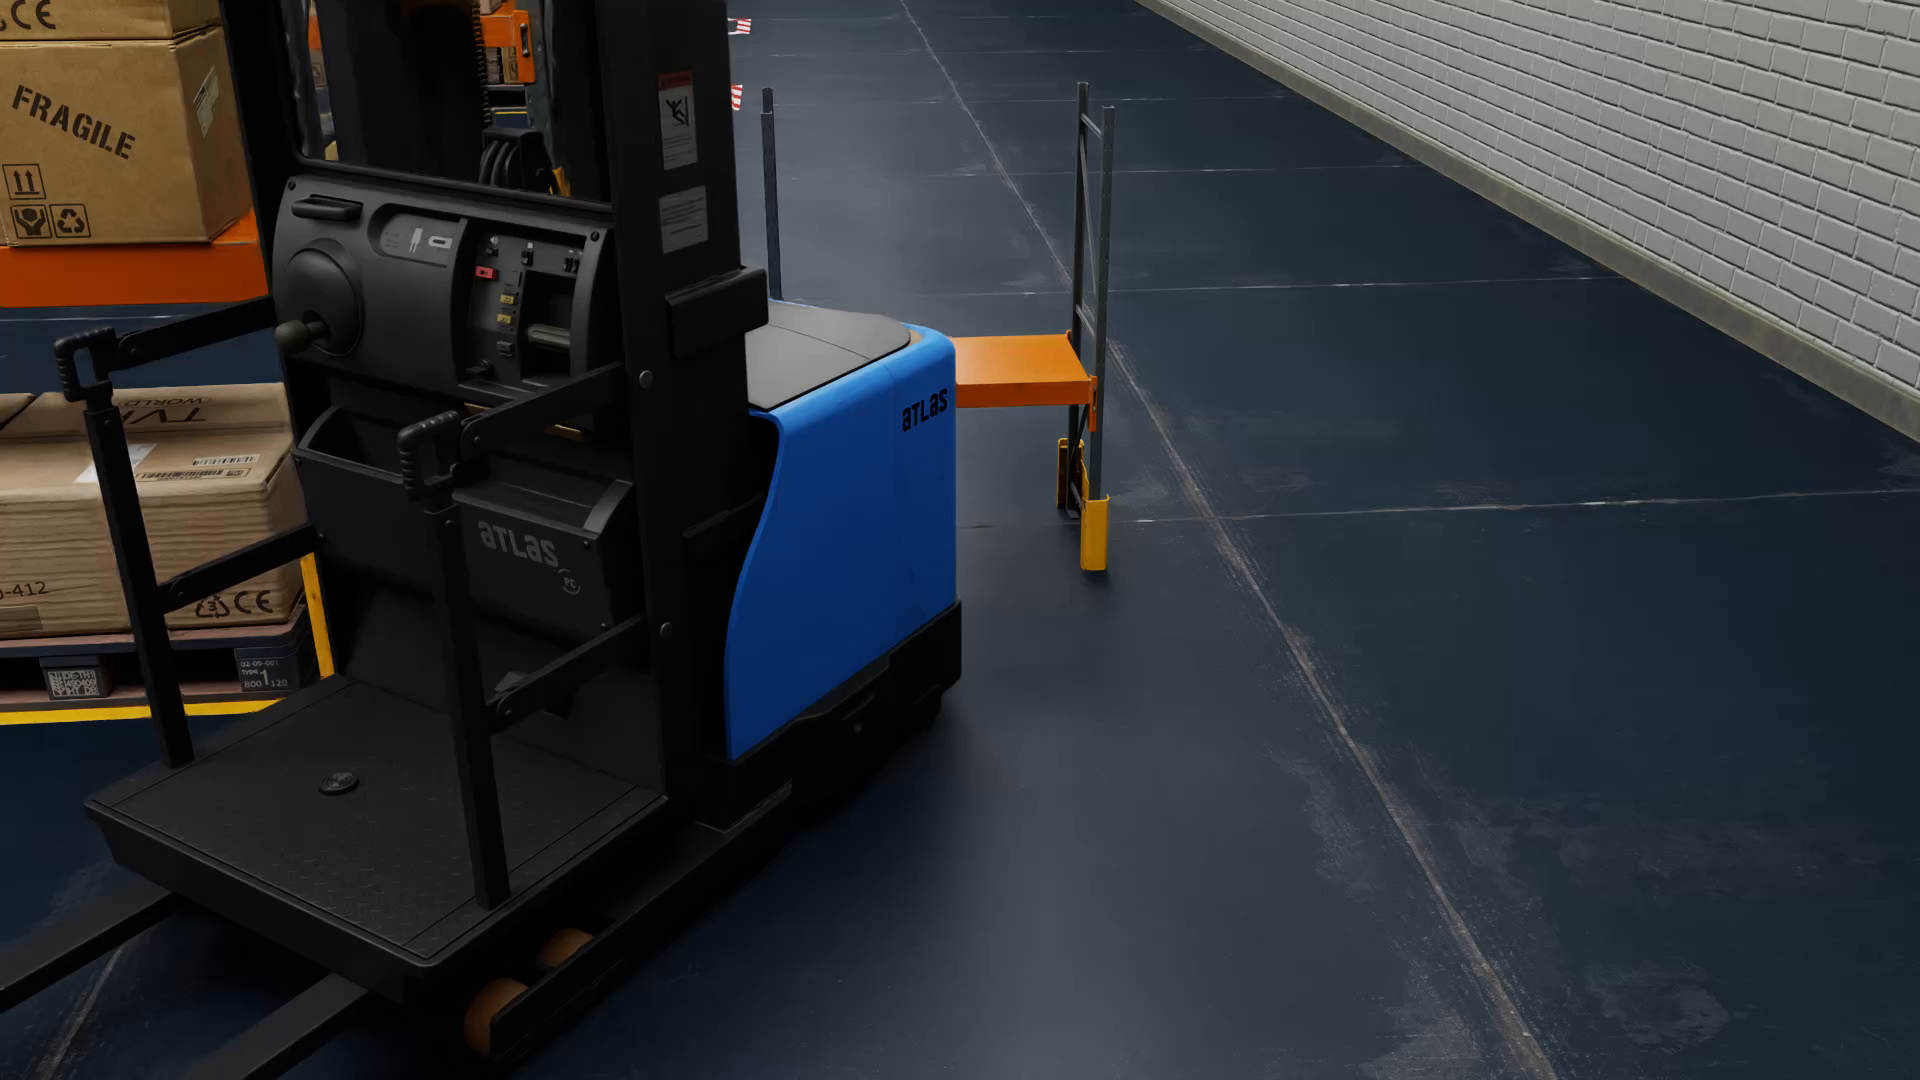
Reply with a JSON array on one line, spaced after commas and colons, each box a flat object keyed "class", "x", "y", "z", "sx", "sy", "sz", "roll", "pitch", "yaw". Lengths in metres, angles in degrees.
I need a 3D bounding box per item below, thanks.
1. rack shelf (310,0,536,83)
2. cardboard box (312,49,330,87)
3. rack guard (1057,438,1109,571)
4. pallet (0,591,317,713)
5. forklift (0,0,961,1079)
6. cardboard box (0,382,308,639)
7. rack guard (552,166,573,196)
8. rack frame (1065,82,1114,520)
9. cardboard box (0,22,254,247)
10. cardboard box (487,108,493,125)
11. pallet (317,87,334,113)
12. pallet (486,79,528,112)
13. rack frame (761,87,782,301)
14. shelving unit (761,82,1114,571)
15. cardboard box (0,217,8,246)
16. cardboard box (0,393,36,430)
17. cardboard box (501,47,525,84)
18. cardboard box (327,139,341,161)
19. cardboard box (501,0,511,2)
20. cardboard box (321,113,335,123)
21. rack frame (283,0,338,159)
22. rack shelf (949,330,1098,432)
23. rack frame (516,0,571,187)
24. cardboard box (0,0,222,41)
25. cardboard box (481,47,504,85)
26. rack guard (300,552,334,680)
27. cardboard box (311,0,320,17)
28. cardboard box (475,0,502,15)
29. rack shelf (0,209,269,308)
[{"class": "rack shelf", "x": -4.314, "y": -2.748, "z": 9.124, "sx": 4.000, "sy": 0.370, "sz": 1.077, "roll": -2, "pitch": 24, "yaw": -5}, {"class": "cardboard box", "x": -5.131, "y": -4.256, "z": 13.731, "sx": 0.875, "sy": 0.875, "sz": 0.875, "roll": -2, "pitch": 24, "yaw": -5}, {"class": "rack guard", "x": 0.420, "y": -0.131, "z": 5.737, "sx": 0.087, "sy": 0.250, "sz": 0.587, "roll": -2, "pitch": 24, "yaw": -5}, {"class": "pallet", "x": -2.525, "y": 0.179, "z": 5.089, "sx": 1.213, "sy": 0.211, "sz": 1.003, "roll": -2, "pitch": 24, "yaw": -5}, {"class": "forklift", "x": -1.197, "y": -0.497, "z": 3.259, "sx": 1.130, "sy": 2.935, "sz": 3.031, "roll": 14, "pitch": 28, "yaw": 29}, {"class": "cardboard box", "x": -2.384, "y": -0.114, "z": 4.950, "sx": 0.875, "sy": 0.438, "sz": 0.875, "roll": -3, "pitch": 24, "yaw": -7}, {"class": "rack guard", "x": -2.399, "y": -2.011, "z": 9.658, "sx": 0.348, "sy": 0.500, "sz": 1.175, "roll": -2, "pitch": 24, "yaw": -5}, {"class": "rack frame", "x": 0.421, "y": -0.702, "z": 5.483, "sx": 0.032, "sy": 1.500, "sz": 0.500, "roll": -2, "pitch": 24, "yaw": -5}, {"class": "cardboard box", "x": -2.191, "y": -1.079, "z": 4.361, "sx": 0.500, "sy": 0.500, "sz": 0.500, "roll": -2, "pitch": 24, "yaw": -5}, {"class": "cardboard box", "x": -2.879, "y": -2.434, "z": 9.792, "sx": 0.250, "sy": 0.149, "sz": 0.380, "roll": -3, "pitch": 24, "yaw": -8}, {"class": "pallet", "x": -4.710, "y": -3.780, "z": 13.994, "sx": 1.213, "sy": 0.211, "sz": 1.003, "roll": -2, "pitch": 24, "yaw": -5}, {"class": "pallet", "x": -3.499, "y": -3.827, "z": 14.101, "sx": 1.213, "sy": 0.211, "sz": 1.003, "roll": -2, "pitch": 24, "yaw": -5}, {"class": "rack frame", "x": -0.591, "y": -0.662, "z": 5.392, "sx": 0.032, "sy": 1.500, "sz": 0.500, "roll": -2, "pitch": 24, "yaw": -5}, {"class": "shelving unit", "x": -0.076, "y": -0.682, "z": 5.439, "sx": 1.083, "sy": 1.500, "sz": 0.587, "roll": -2, "pitch": 24, "yaw": -5}, {"class": "cardboard box", "x": -2.692, "y": -1.065, "z": 4.330, "sx": 0.500, "sy": 0.500, "sz": 0.500, "roll": -3, "pitch": 24, "yaw": -6}, {"class": "cardboard box", "x": -3.294, "y": -0.074, "z": 4.860, "sx": 0.875, "sy": 0.438, "sz": 0.875, "roll": -2, "pitch": 24, "yaw": -4}, {"class": "cardboard box", "x": -3.340, "y": -4.328, "z": 13.893, "sx": 0.875, "sy": 0.875, "sz": 0.875, "roll": -2, "pitch": 24, "yaw": -5}, {"class": "cardboard box", "x": -3.327, "y": -2.145, "z": 9.143, "sx": 0.250, "sy": 0.149, "sz": 0.380, "roll": -3, "pitch": 24, "yaw": -6}, {"class": "cardboard box", "x": -2.678, "y": -3.161, "z": 9.478, "sx": 0.250, "sy": 0.149, "sz": 0.380, "roll": -2, "pitch": 24, "yaw": -6}, {"class": "cardboard box", "x": -3.643, "y": -2.372, "z": 9.655, "sx": 0.250, "sy": 0.149, "sz": 0.380, "roll": -3, "pitch": 24, "yaw": -8}, {"class": "rack frame", "x": -1.737, "y": -1.159, "z": 4.665, "sx": 0.127, "sy": 3.000, "sz": 1.000, "roll": -2, "pitch": 24, "yaw": -5}, {"class": "rack shelf", "x": -0.085, "y": -0.518, "z": 5.511, "sx": 1.000, "sy": 0.185, "sz": 0.538, "roll": -2, "pitch": 24, "yaw": -5}, {"class": "rack frame", "x": -2.324, "y": -3.156, "z": 9.158, "sx": 0.127, "sy": 3.000, "sz": 1.000, "roll": -2, "pitch": 24, "yaw": -5}, {"class": "cardboard box", "x": -2.193, "y": -1.546, "z": 4.182, "sx": 0.500, "sy": 0.500, "sz": 0.500, "roll": -2, "pitch": 24, "yaw": -3}, {"class": "cardboard box", "x": -4.245, "y": -4.292, "z": 13.811, "sx": 0.875, "sy": 0.875, "sz": 0.875, "roll": -2, "pitch": 24, "yaw": -5}, {"class": "rack guard", "x": -1.713, "y": -0.018, "z": 5.175, "sx": 0.348, "sy": 0.500, "sz": 1.175, "roll": -2, "pitch": 24, "yaw": -5}, {"class": "cardboard box", "x": -3.371, "y": -2.884, "z": 8.854, "sx": 0.250, "sy": 0.149, "sz": 0.380, "roll": -2, "pitch": 24, "yaw": -4}, {"class": "cardboard box", "x": -2.621, "y": -2.914, "z": 8.922, "sx": 0.250, "sy": 0.149, "sz": 0.380, "roll": -2, "pitch": 24, "yaw": -5}, {"class": "rack shelf", "x": -3.727, "y": -0.751, "z": 4.632, "sx": 4.000, "sy": 0.370, "sz": 1.077, "roll": -2, "pitch": 24, "yaw": -5}]
